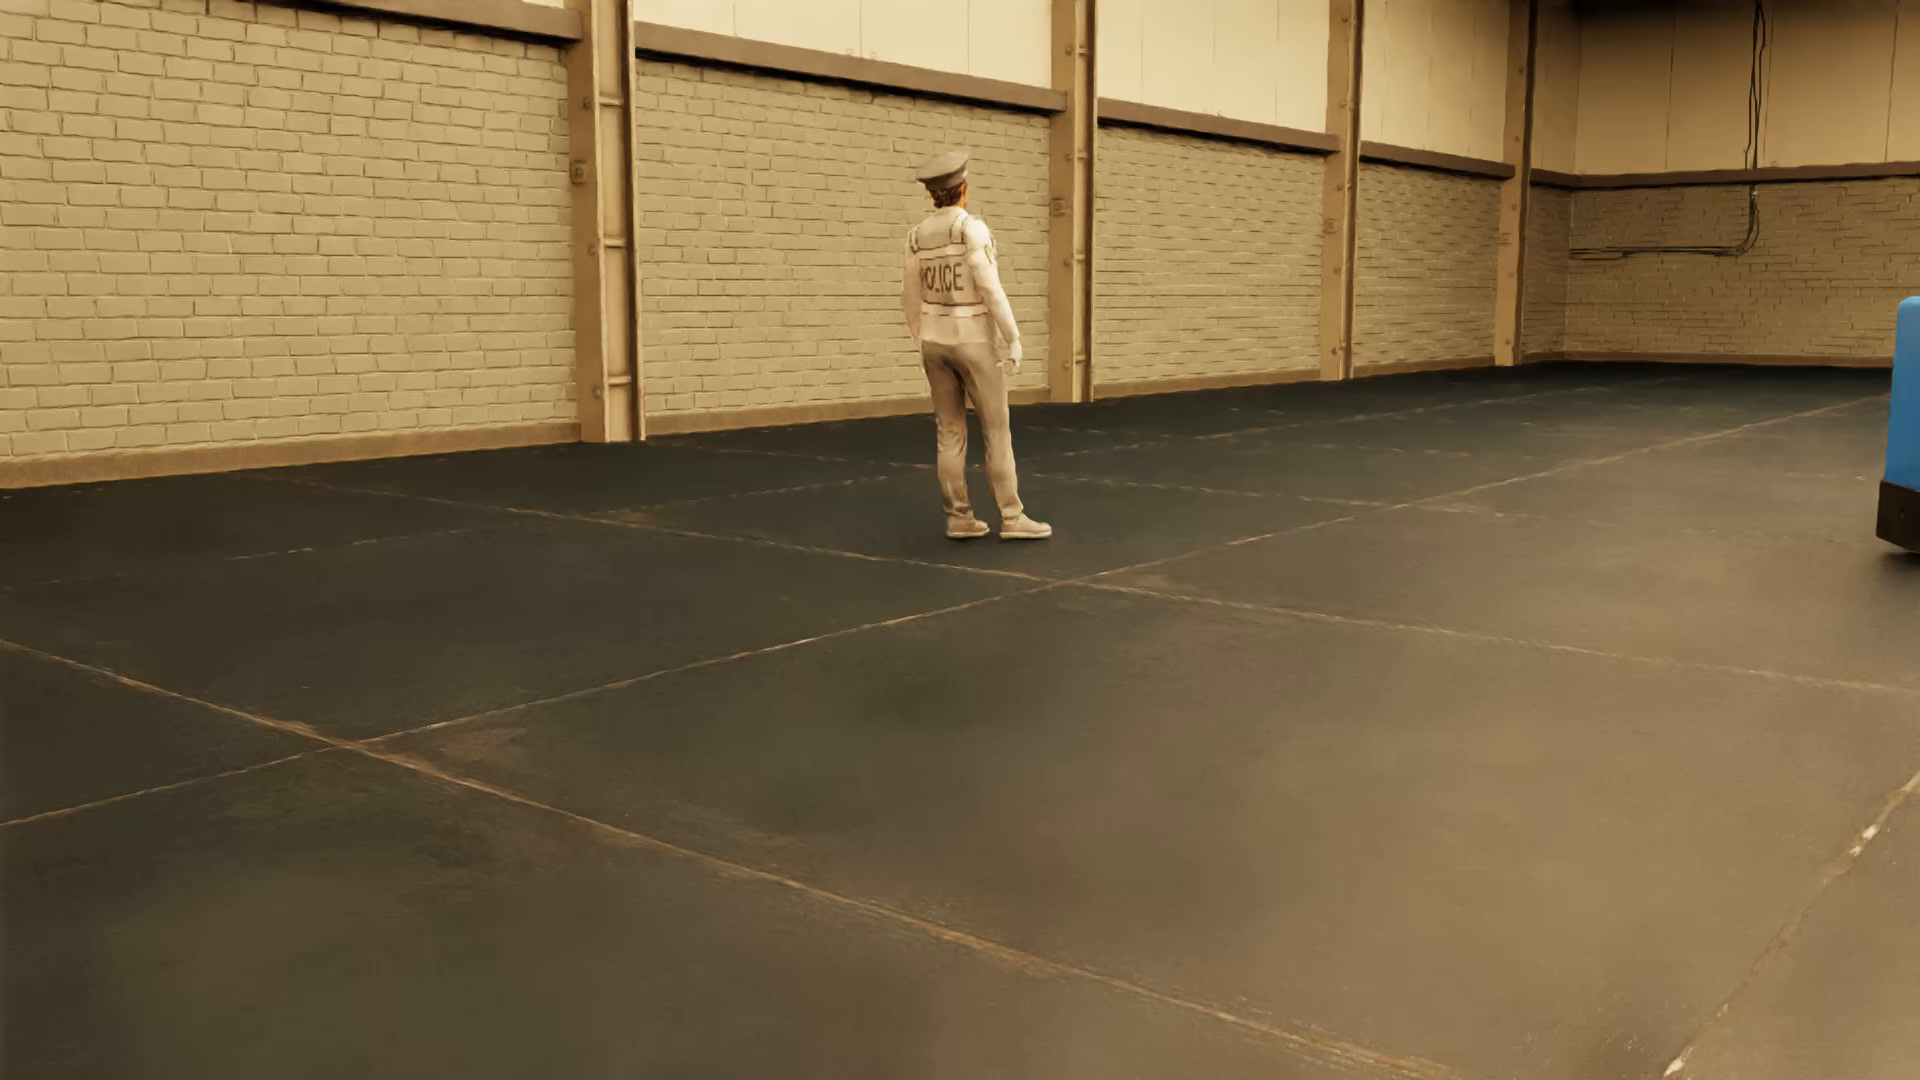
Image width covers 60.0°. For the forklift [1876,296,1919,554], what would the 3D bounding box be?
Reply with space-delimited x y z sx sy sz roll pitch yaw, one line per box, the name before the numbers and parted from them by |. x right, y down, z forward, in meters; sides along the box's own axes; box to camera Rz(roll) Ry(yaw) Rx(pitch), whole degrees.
forklift | 5.267 -1.291 6.107 3.031 2.935 1.130 2 8 11

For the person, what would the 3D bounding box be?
person | 0.048 -0.853 7.329 0.586 1.695 0.533 7 11 38
